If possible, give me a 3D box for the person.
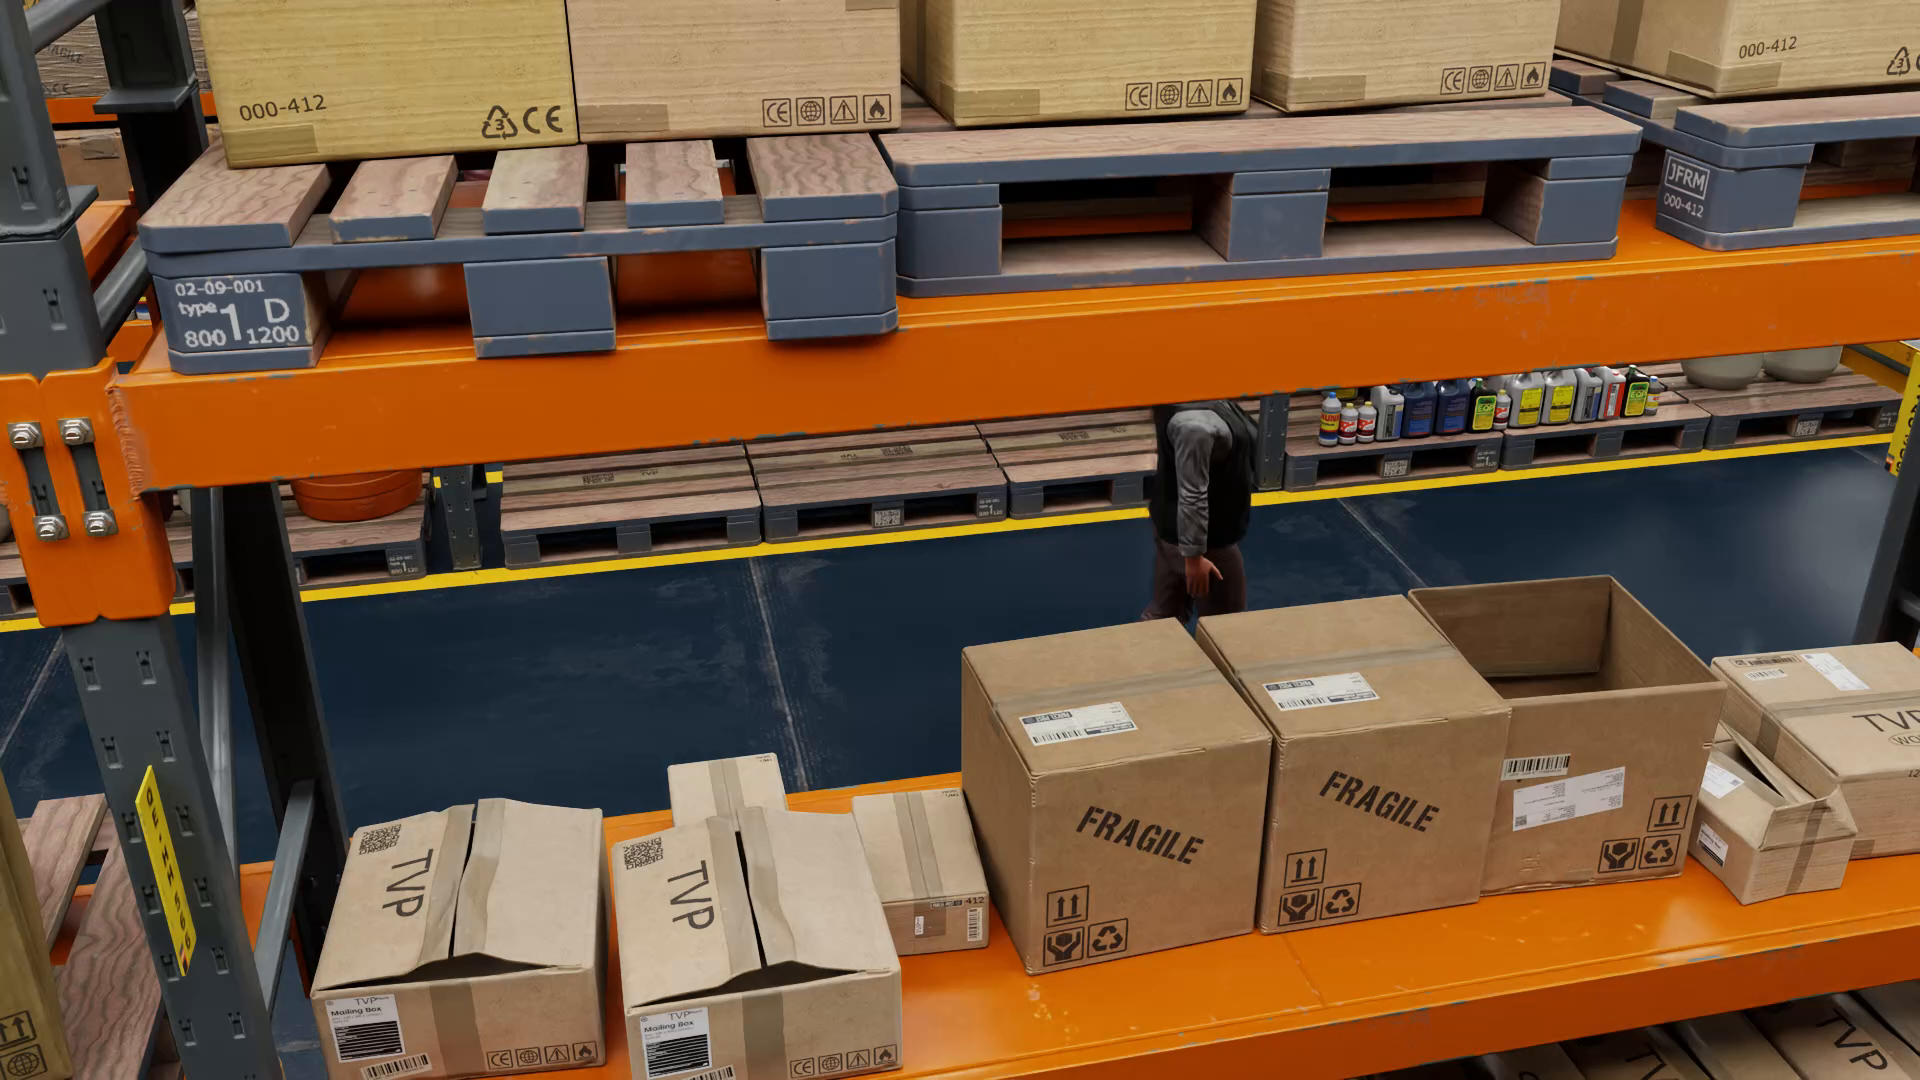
[{"bbox_3d":[0.948,-0.029,6.201,0.714,1.715,0.559,-2,27,-4],"label":"person"}]
